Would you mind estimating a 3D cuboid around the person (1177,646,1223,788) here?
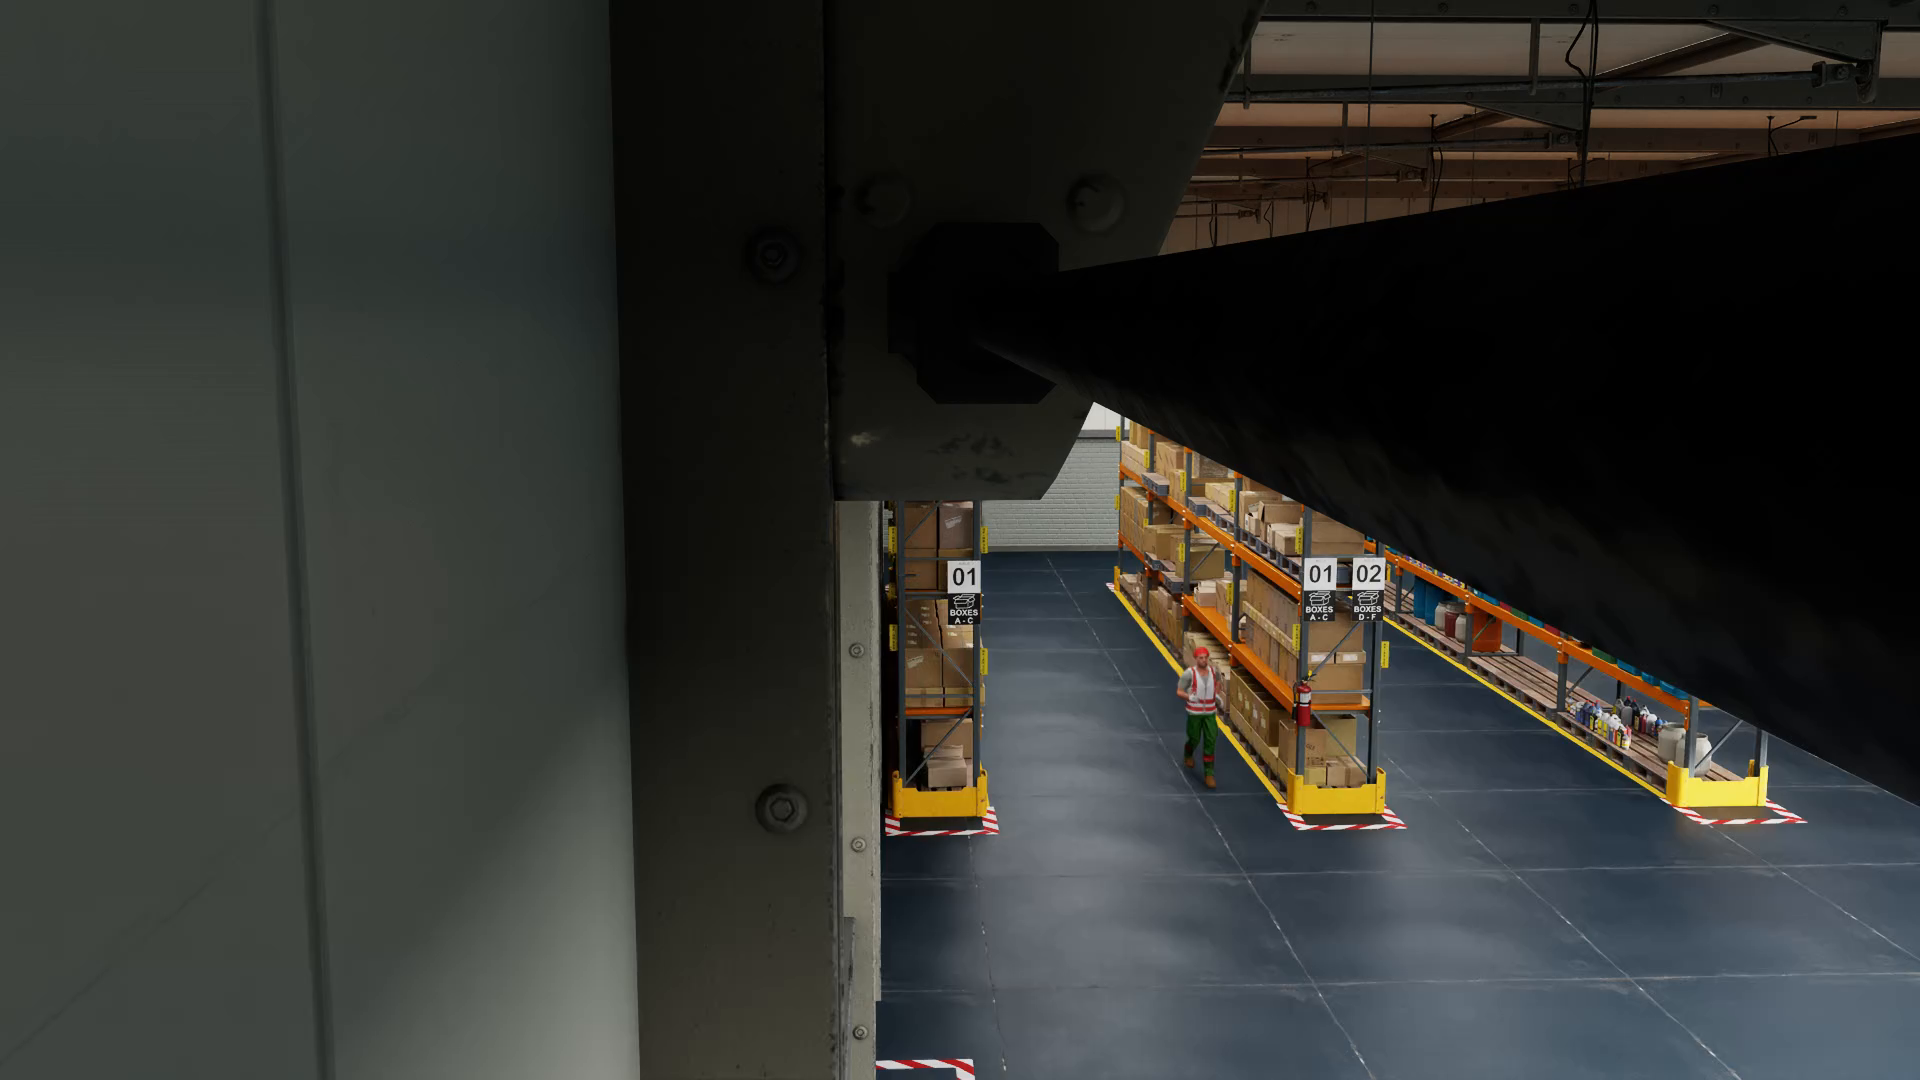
[{"bbox_3d":[3.174,2.282,21.920,0.654,1.786,0.987,-1,8,-9],"label":"person"}]
